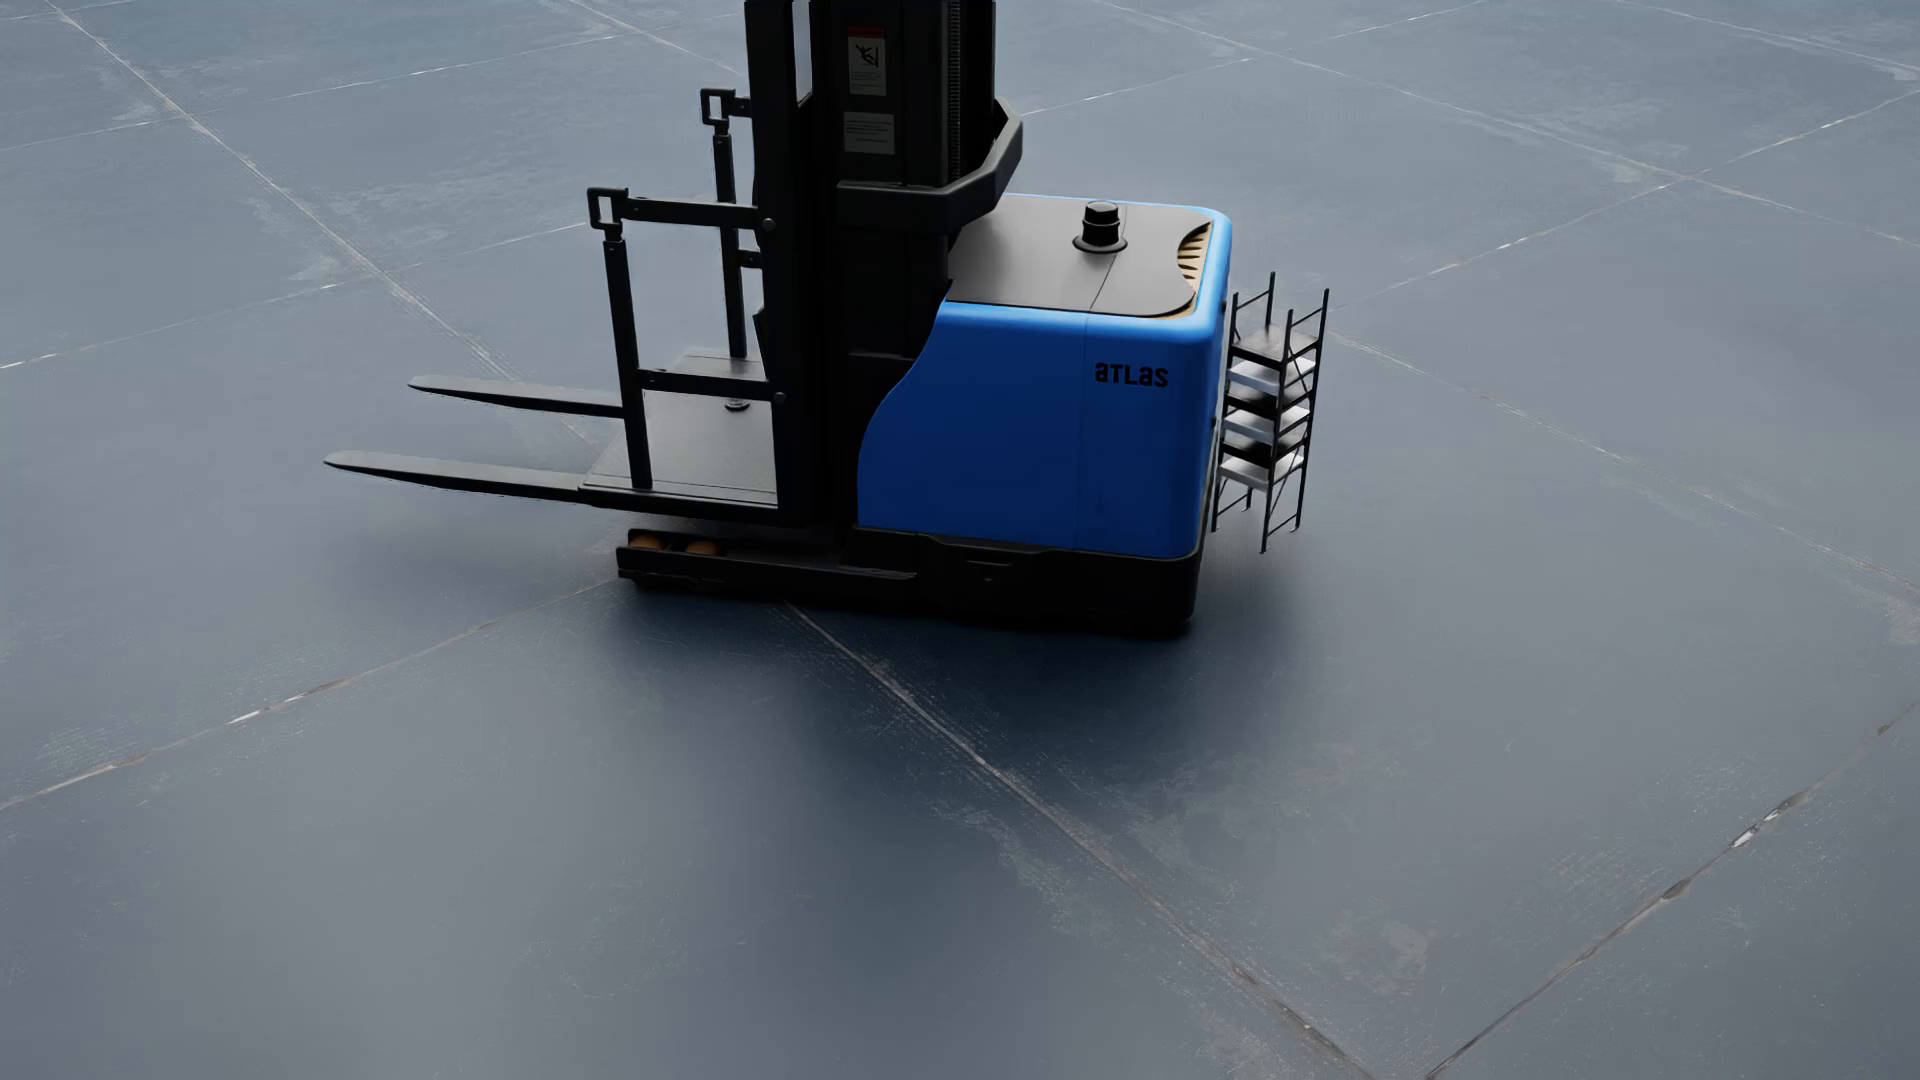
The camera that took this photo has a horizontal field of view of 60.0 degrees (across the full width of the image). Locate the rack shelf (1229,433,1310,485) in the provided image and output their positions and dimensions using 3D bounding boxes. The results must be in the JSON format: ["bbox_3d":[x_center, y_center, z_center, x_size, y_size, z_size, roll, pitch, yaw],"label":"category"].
[{"bbox_3d":[1.046,-0.295,5.605,0.200,0.077,0.258,15,35,22],"label":"rack shelf"}]

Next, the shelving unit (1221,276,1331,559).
[{"bbox_3d":[1.046,-0.399,5.540,0.210,0.900,0.258,15,35,22],"label":"shelving unit"}]

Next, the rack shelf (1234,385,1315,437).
[{"bbox_3d":[1.046,-0.448,5.510,0.200,0.077,0.258,15,35,22],"label":"rack shelf"}]

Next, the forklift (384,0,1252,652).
[{"bbox_3d":[-0.619,-1.408,5.238,3.031,2.935,1.130,13,34,20],"label":"forklift"}]

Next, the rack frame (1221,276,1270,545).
[{"bbox_3d":[0.955,-0.423,5.579,0.006,0.900,0.240,15,35,22],"label":"rack frame"}]

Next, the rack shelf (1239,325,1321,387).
[{"bbox_3d":[1.046,-0.600,5.415,0.200,0.077,0.258,15,35,22],"label":"rack shelf"}]

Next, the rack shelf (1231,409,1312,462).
[{"bbox_3d":[1.046,-0.371,5.558,0.200,0.077,0.258,15,35,22],"label":"rack shelf"}]

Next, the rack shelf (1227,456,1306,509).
[{"bbox_3d":[1.046,-0.218,5.653,0.200,0.077,0.258,15,35,22],"label":"rack shelf"}]

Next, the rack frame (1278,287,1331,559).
[{"bbox_3d":[1.137,-0.375,5.501,0.006,0.900,0.240,15,35,22],"label":"rack frame"}]

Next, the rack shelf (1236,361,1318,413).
[{"bbox_3d":[1.046,-0.524,5.463,0.200,0.077,0.258,15,35,22],"label":"rack shelf"}]
